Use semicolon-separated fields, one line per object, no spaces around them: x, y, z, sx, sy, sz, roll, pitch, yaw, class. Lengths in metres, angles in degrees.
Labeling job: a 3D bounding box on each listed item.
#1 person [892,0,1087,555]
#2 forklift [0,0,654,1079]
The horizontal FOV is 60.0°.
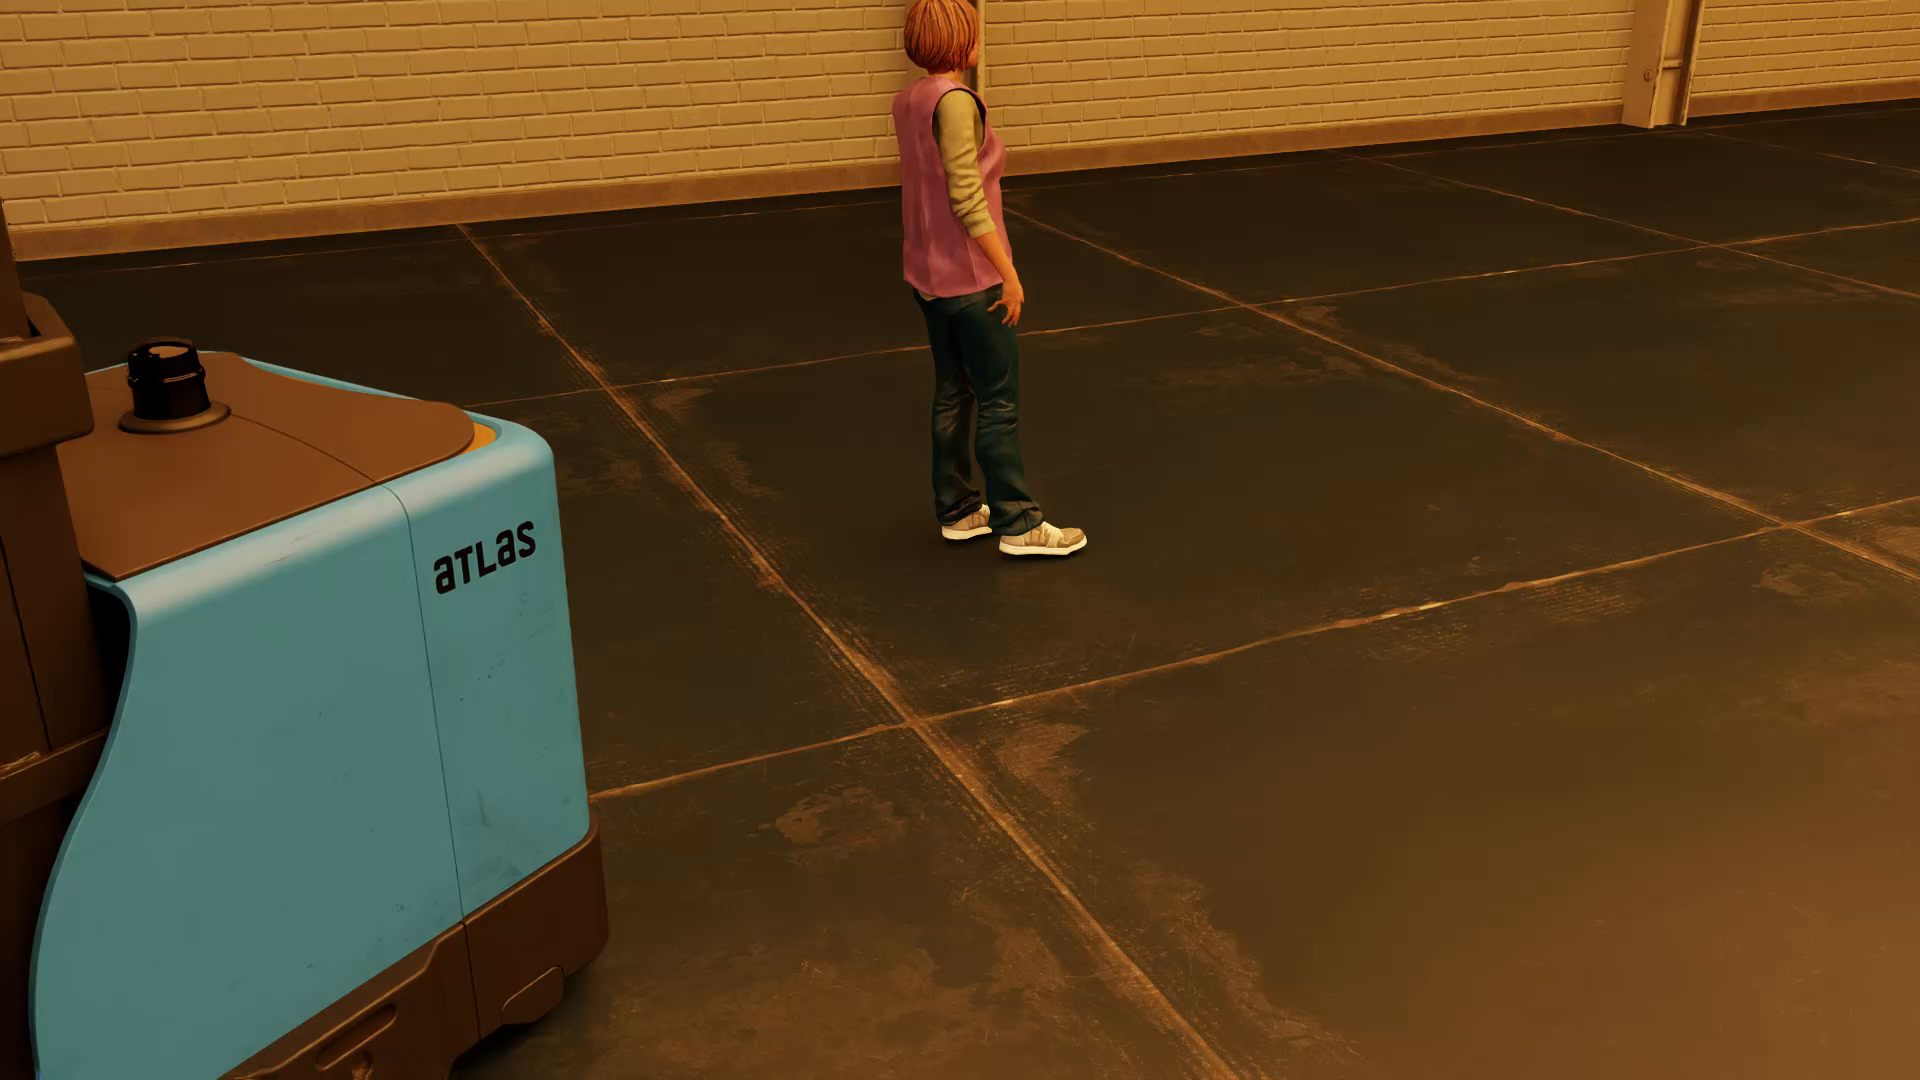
0.074;-0.752;4.815;0.472;1.600;0.520;-10;25;-23;person
-1.807;-0.209;1.788;1.130;2.935;3.031;14;26;30;forklift
